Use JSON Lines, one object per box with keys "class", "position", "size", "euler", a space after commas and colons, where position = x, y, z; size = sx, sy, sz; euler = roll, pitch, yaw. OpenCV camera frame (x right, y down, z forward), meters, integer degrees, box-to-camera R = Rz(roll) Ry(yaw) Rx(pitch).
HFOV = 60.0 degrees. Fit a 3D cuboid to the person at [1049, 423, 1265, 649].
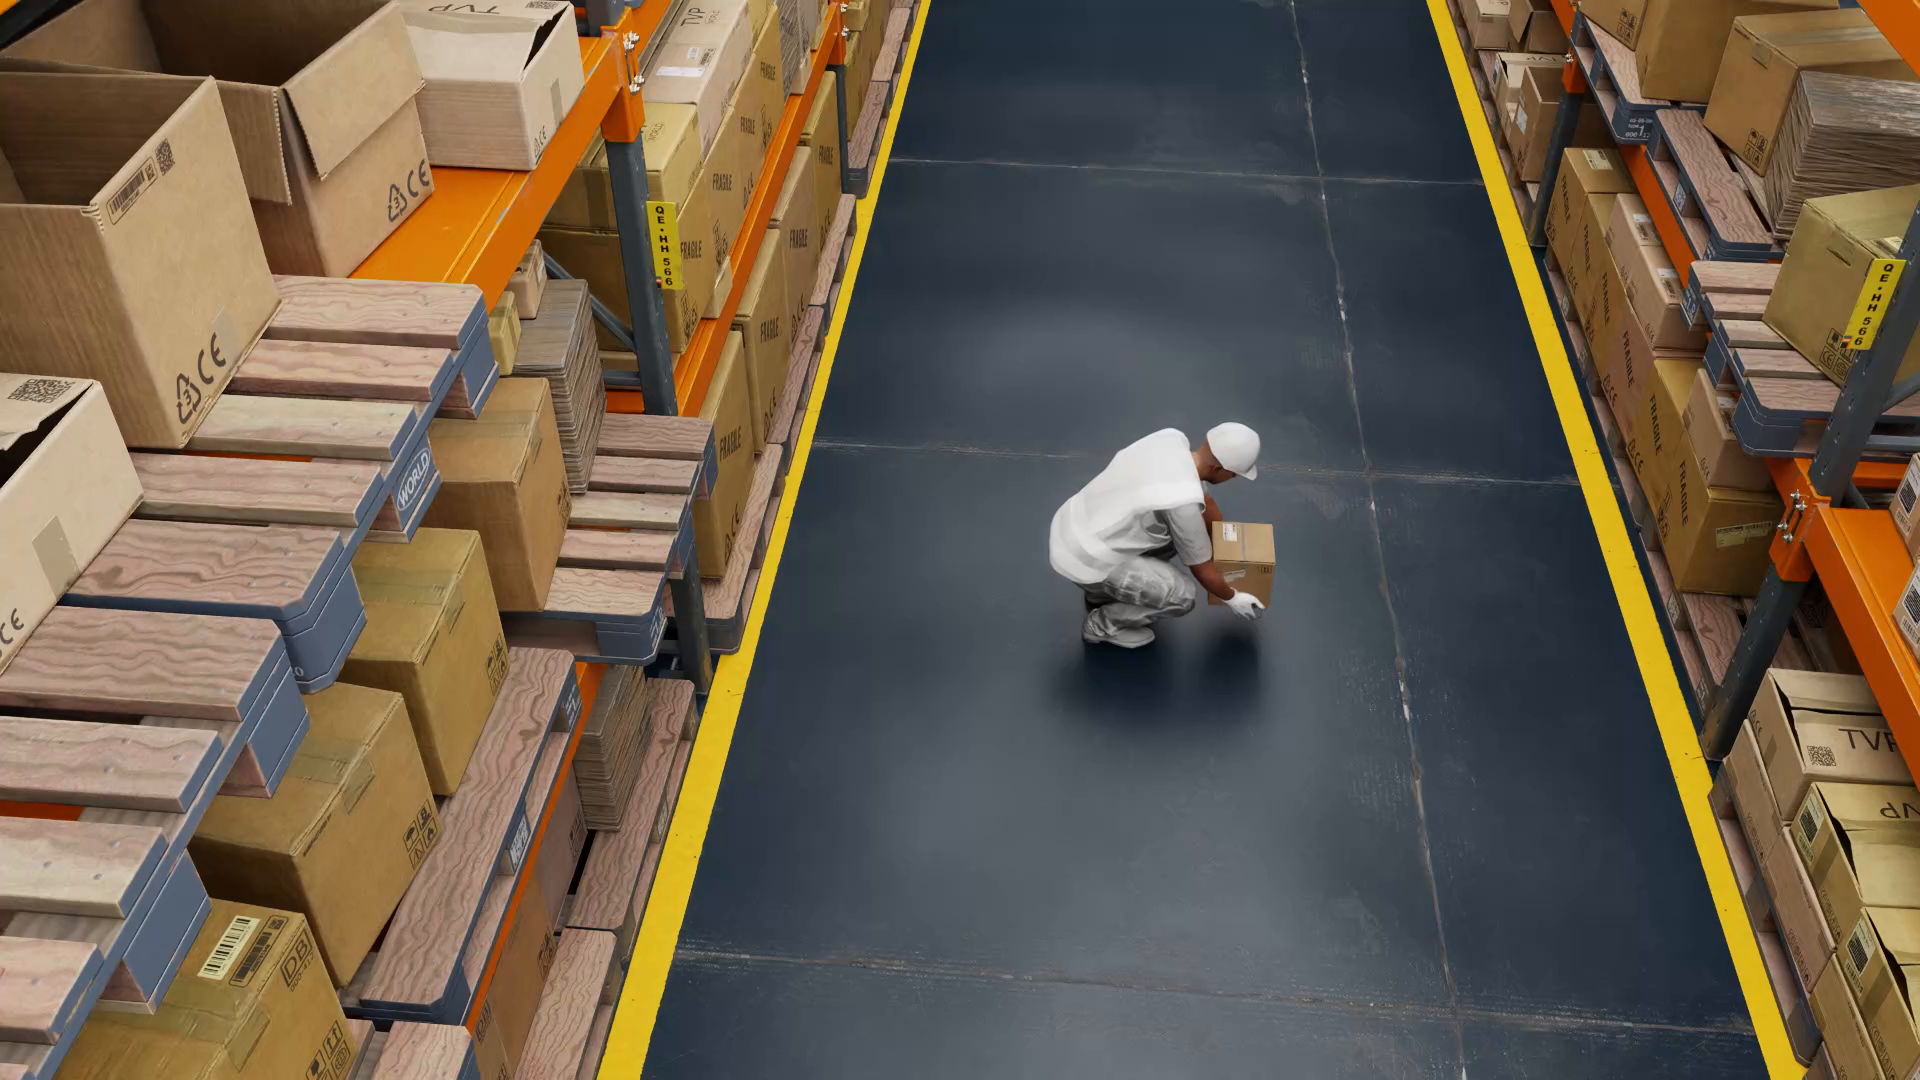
{"class": "person", "position": [0.823, -0.053, 6.831], "size": [0.902, 0.992, 0.567], "euler": [3, 40, 4]}
